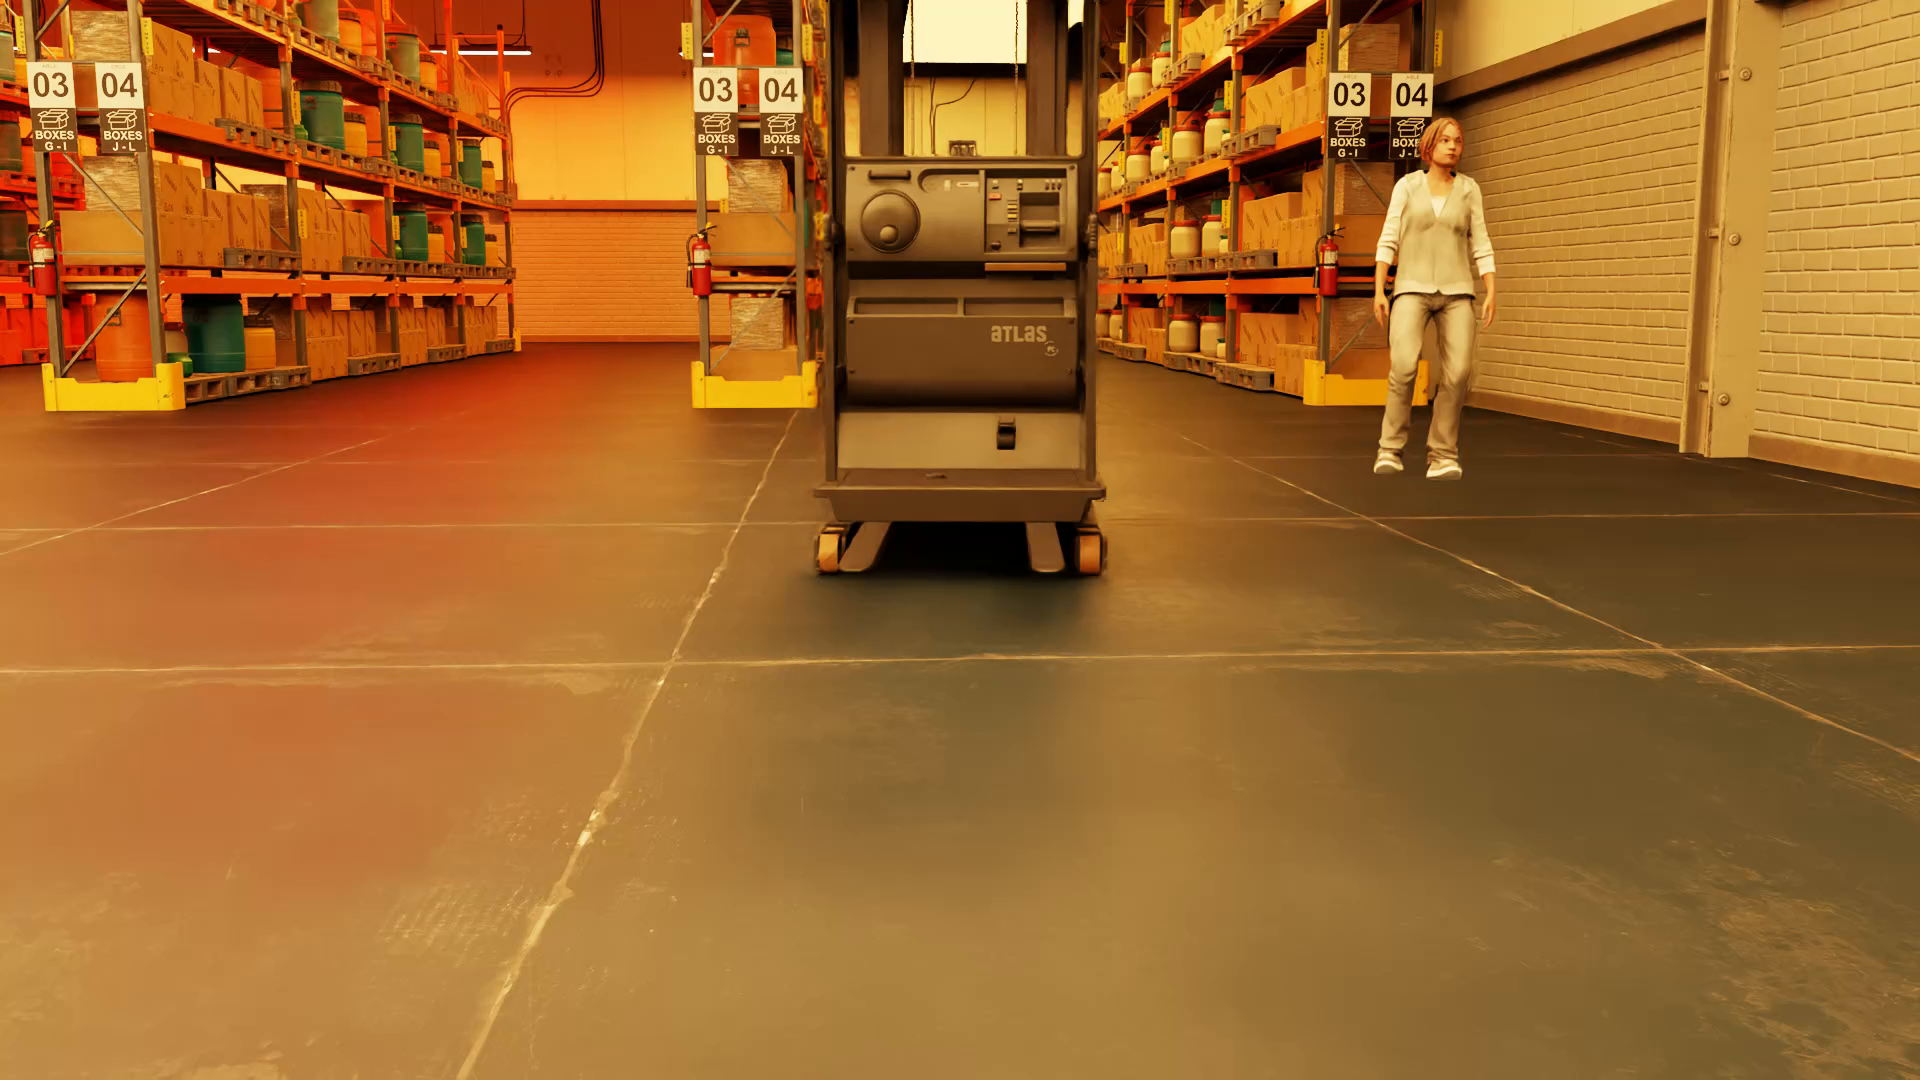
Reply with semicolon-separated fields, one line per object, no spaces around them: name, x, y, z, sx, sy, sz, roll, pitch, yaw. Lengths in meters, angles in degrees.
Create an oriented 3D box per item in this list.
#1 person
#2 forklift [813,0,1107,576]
person;2.073;-1.040;7.251;0.517;1.585;0.426;1;9;7
forklift;0.006;-1.356;6.465;1.130;2.935;3.031;0;8;1
